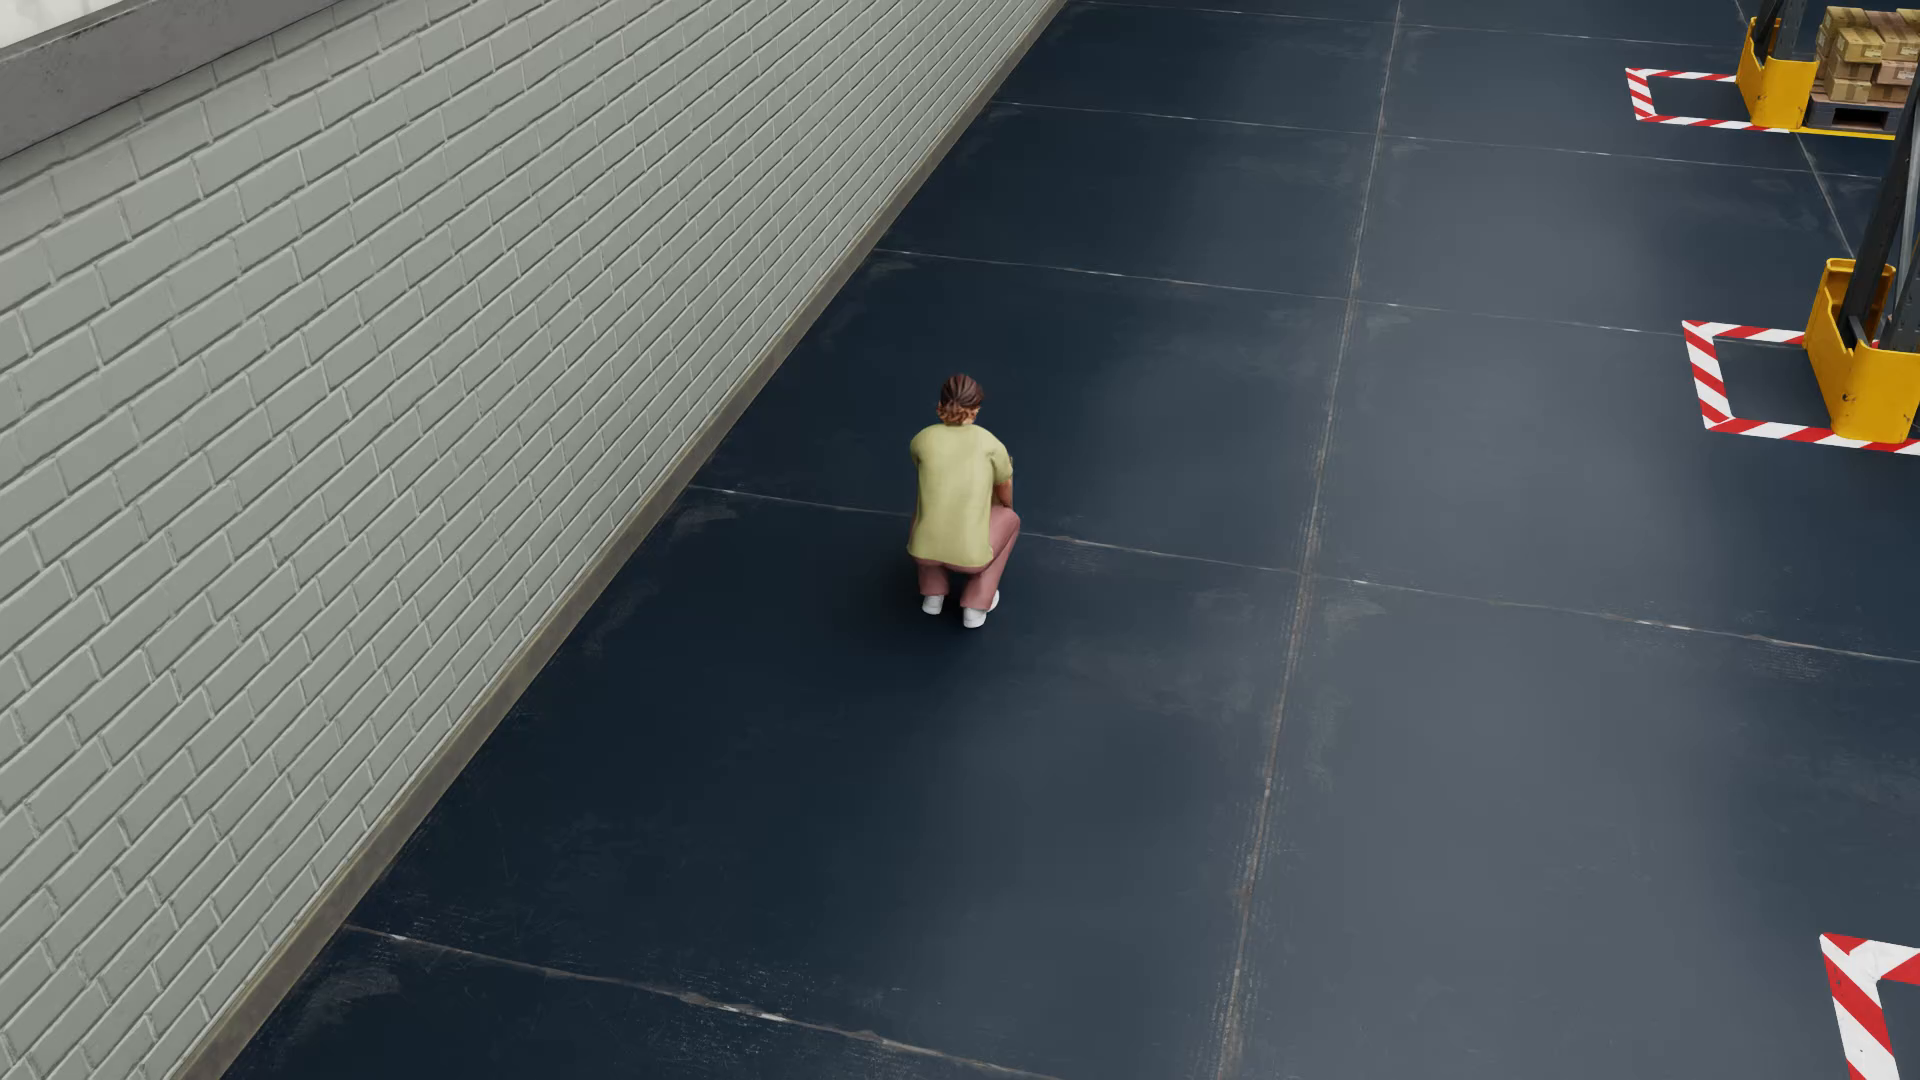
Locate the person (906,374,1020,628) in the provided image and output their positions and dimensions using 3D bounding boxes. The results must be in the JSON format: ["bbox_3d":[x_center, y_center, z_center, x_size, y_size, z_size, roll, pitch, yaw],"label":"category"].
[{"bbox_3d":[0.002,-0.176,7.092,0.472,0.947,0.796,8,34,12],"label":"person"}]
